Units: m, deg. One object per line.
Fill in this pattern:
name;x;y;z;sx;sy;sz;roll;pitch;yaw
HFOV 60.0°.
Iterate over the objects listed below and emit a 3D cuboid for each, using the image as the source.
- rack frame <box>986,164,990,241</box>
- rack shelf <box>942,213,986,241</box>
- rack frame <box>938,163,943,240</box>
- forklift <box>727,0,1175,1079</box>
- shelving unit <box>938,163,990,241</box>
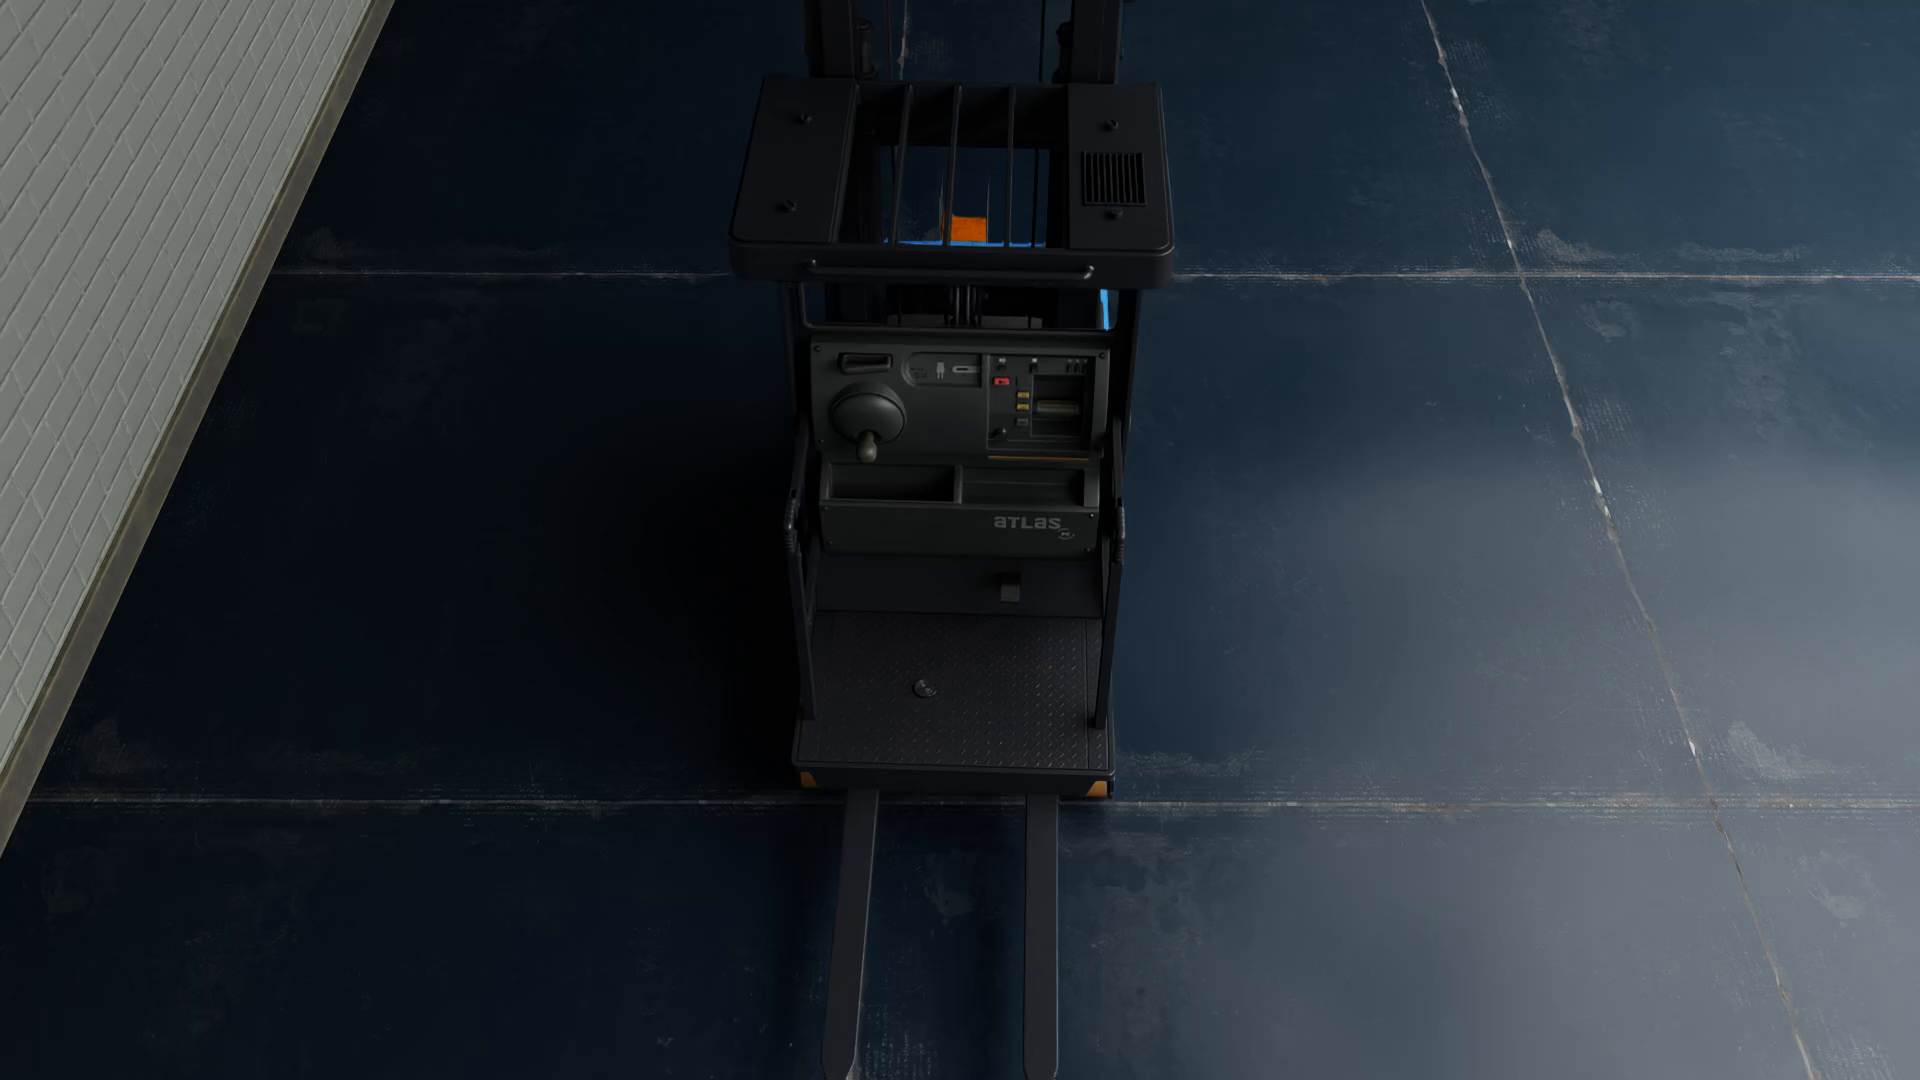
rack frame;0.108;-0.963;6.825;0.006;1.200;0.240;2;47;1
rack shelf;0.016;-1.182;6.598;0.180;0.103;0.258;2;47;1
rack frame;-0.075;-0.968;6.830;0.006;1.200;0.240;2;47;1
forklift;-0.008;-0.336;5.060;1.130;2.935;3.031;2;47;1
shelving unit;0.016;-0.965;6.827;0.189;1.200;0.258;2;47;1
